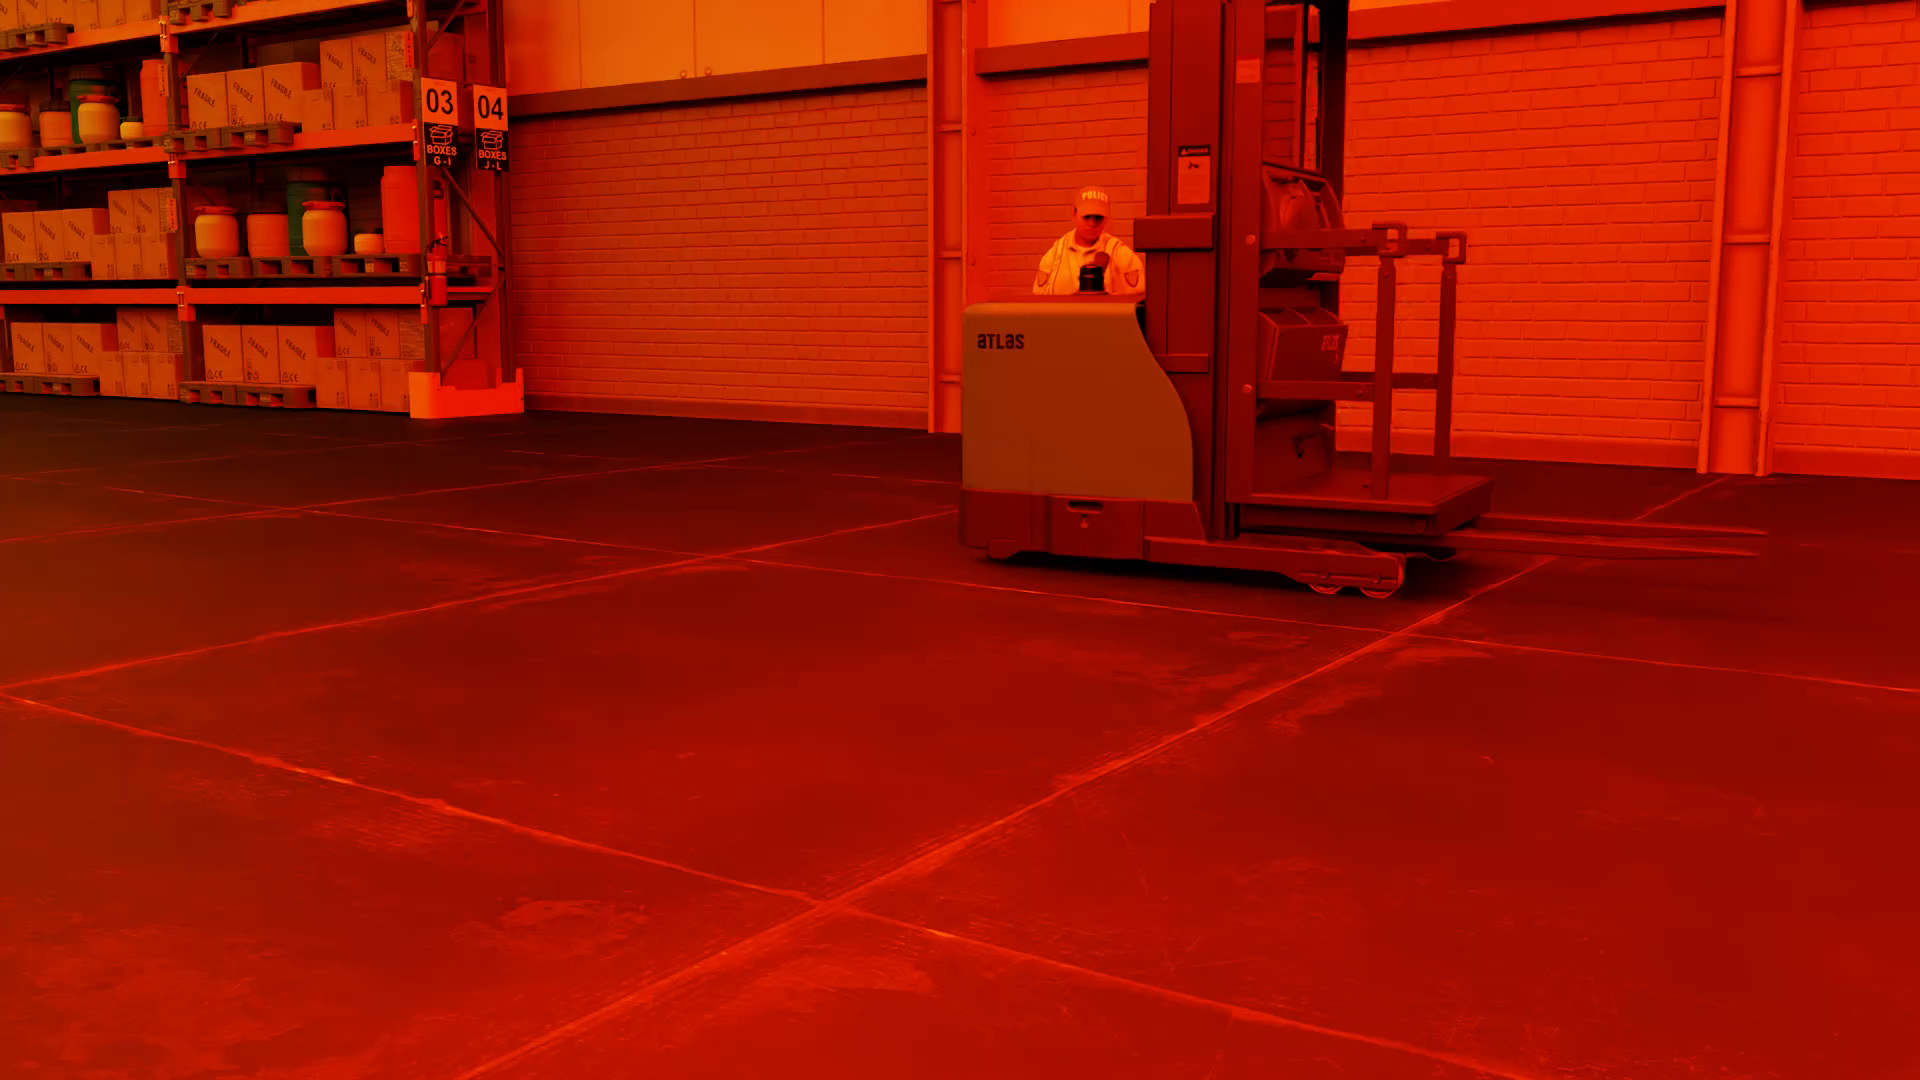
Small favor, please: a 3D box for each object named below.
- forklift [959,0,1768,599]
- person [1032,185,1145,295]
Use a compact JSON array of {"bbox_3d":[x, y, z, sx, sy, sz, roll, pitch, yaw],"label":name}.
[{"bbox_3d":[1.537,-1.321,6.481,3.031,2.935,1.130,4,9,28],"label":"forklift"},{"bbox_3d":[0.660,-0.889,8.098,0.811,1.638,0.470,3,9,18],"label":"person"}]
